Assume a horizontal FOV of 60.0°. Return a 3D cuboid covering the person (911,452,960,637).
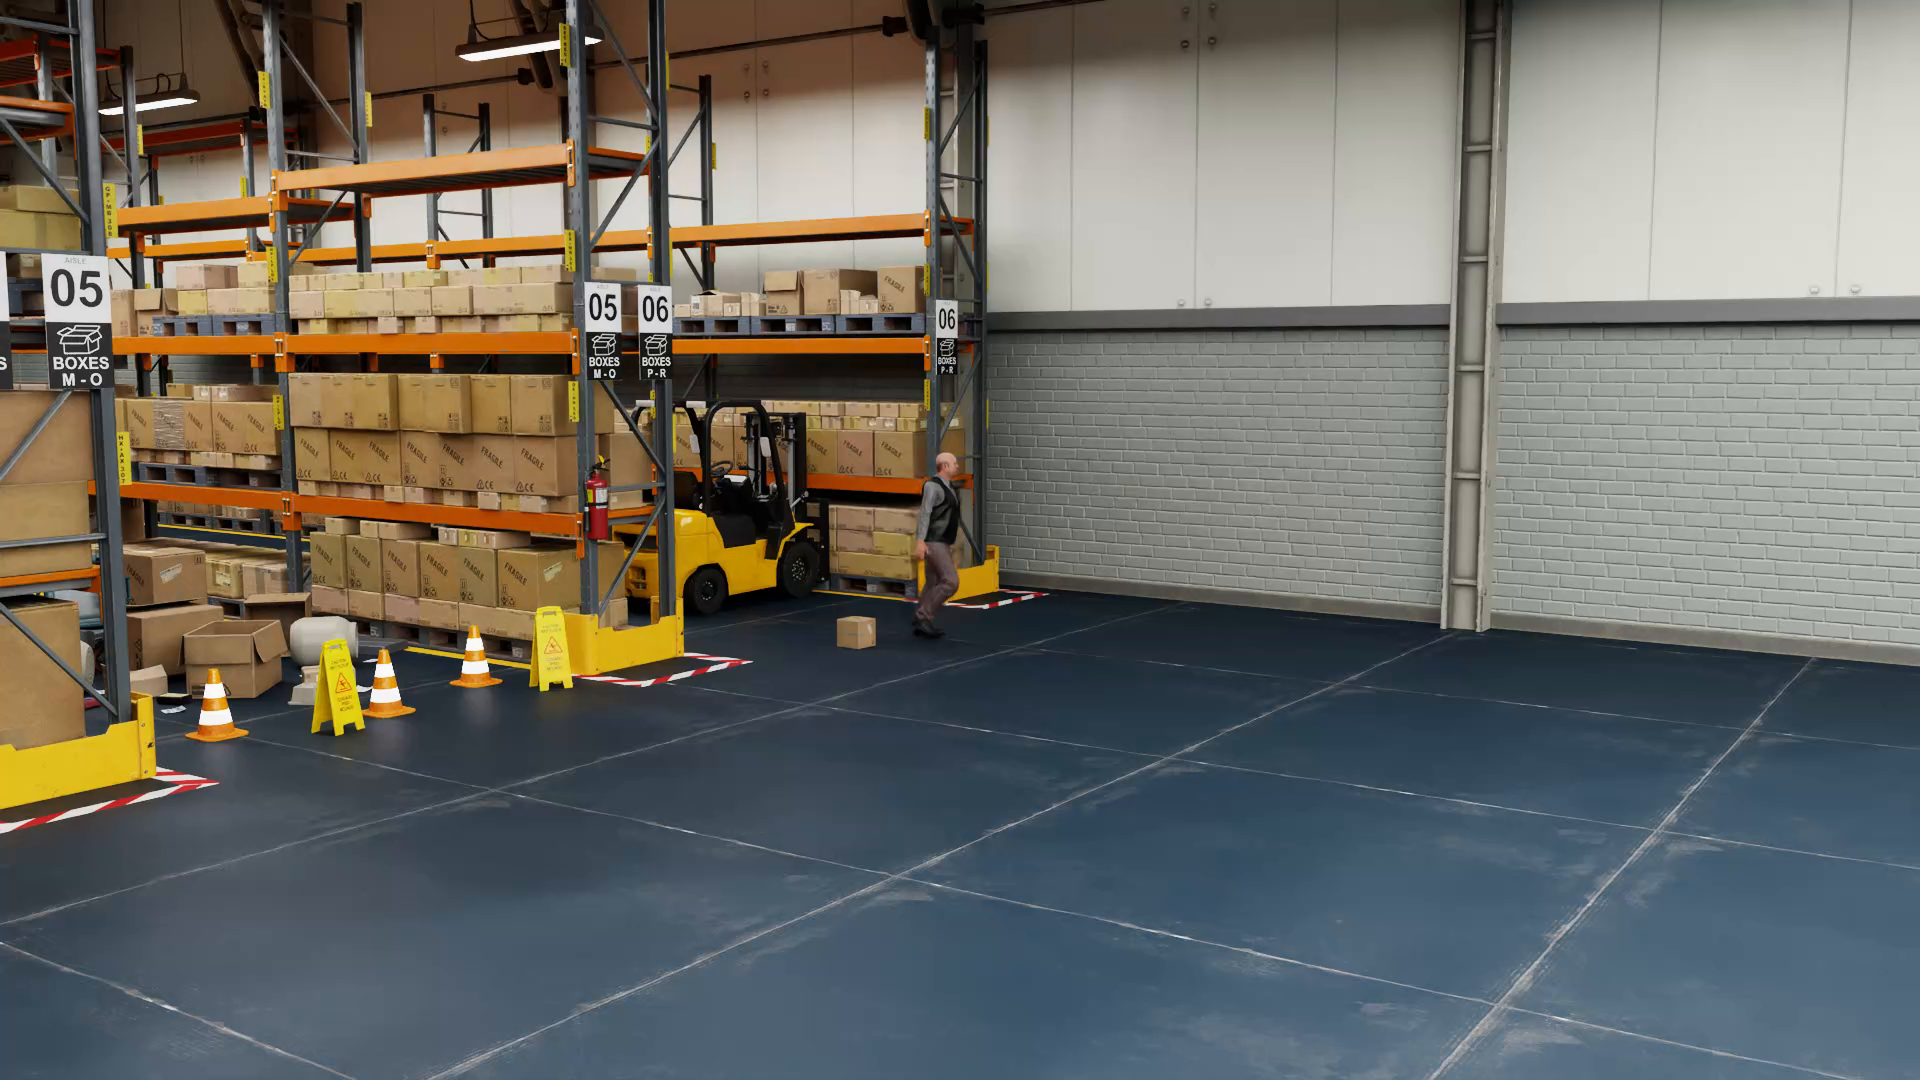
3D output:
[{"bbox_3d":[-0.211,0.044,15.334,0.492,1.707,0.567,1,6,13],"label":"person"}]
